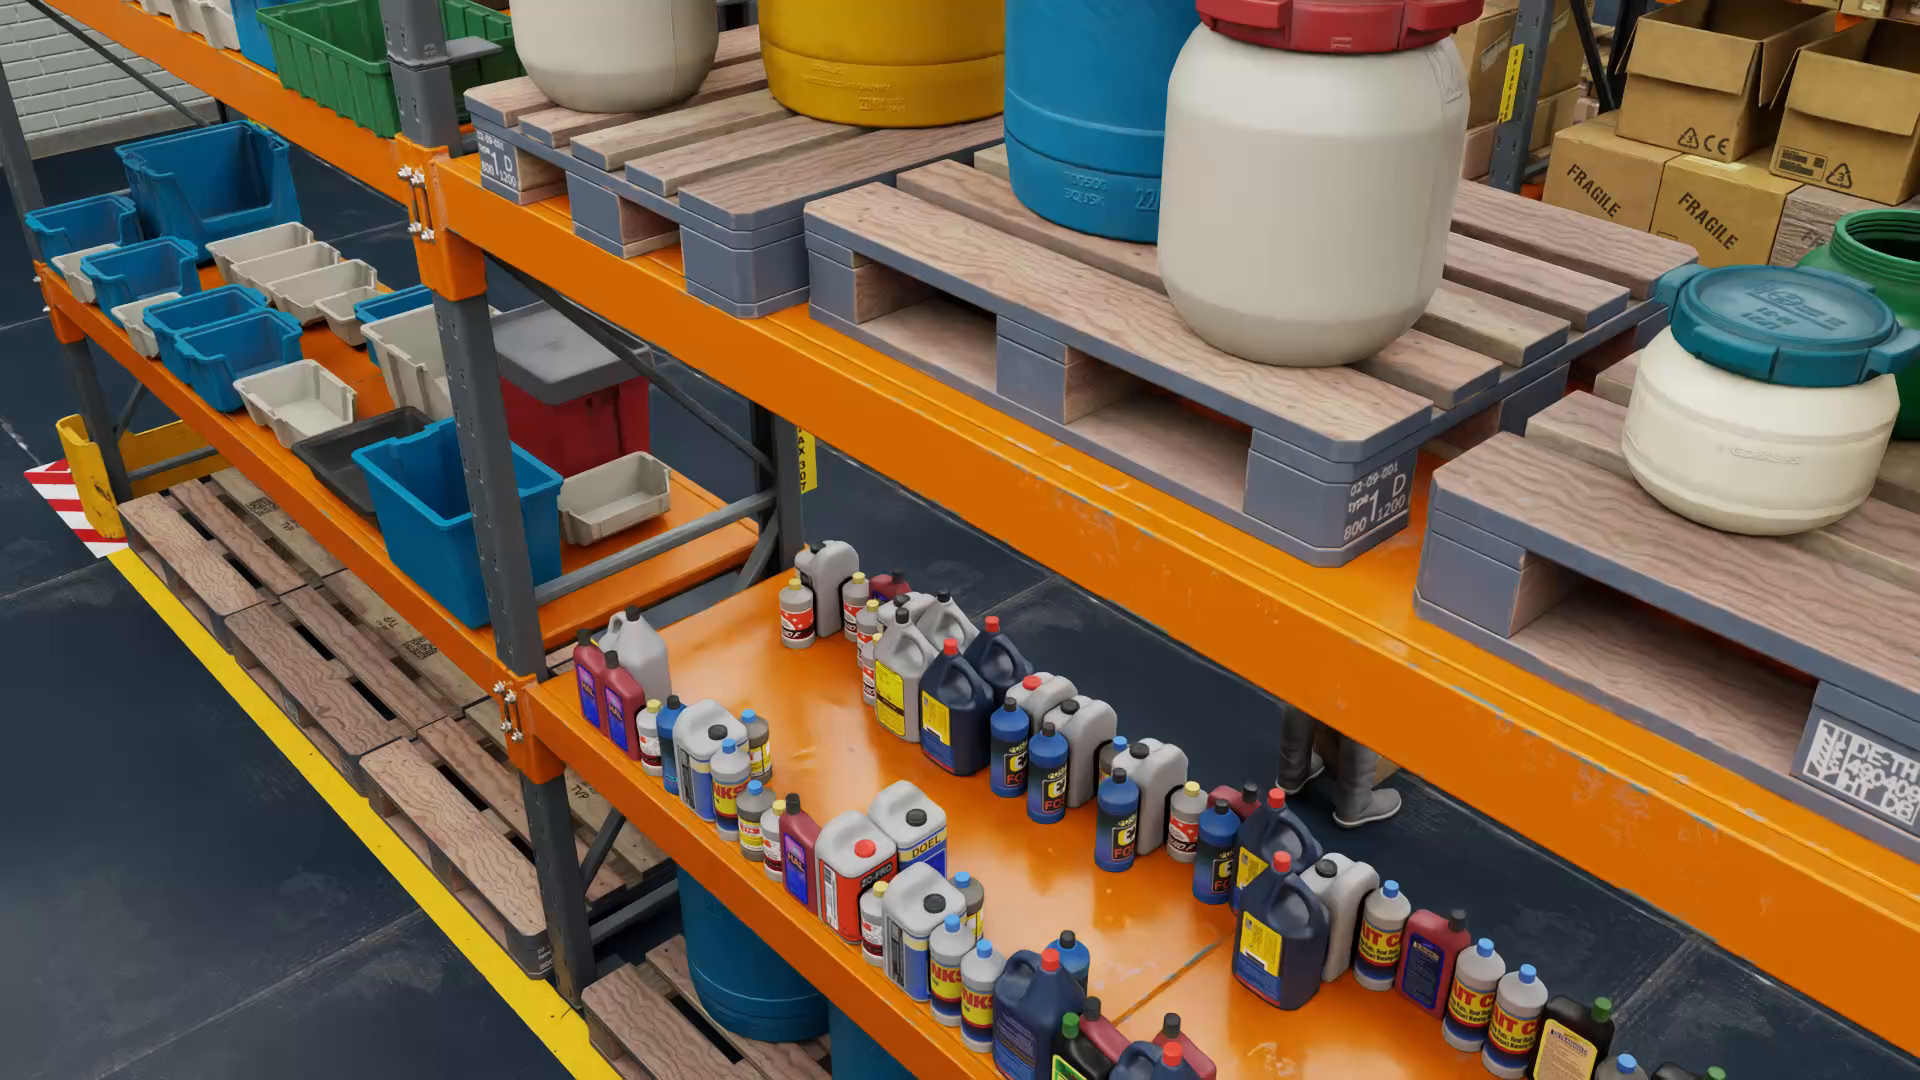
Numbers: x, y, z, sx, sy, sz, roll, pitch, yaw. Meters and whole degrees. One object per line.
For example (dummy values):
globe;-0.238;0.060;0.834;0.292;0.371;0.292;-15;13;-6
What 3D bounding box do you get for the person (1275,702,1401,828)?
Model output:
person;1.348;0.242;5.751;0.520;1.657;0.396;27;41;36
